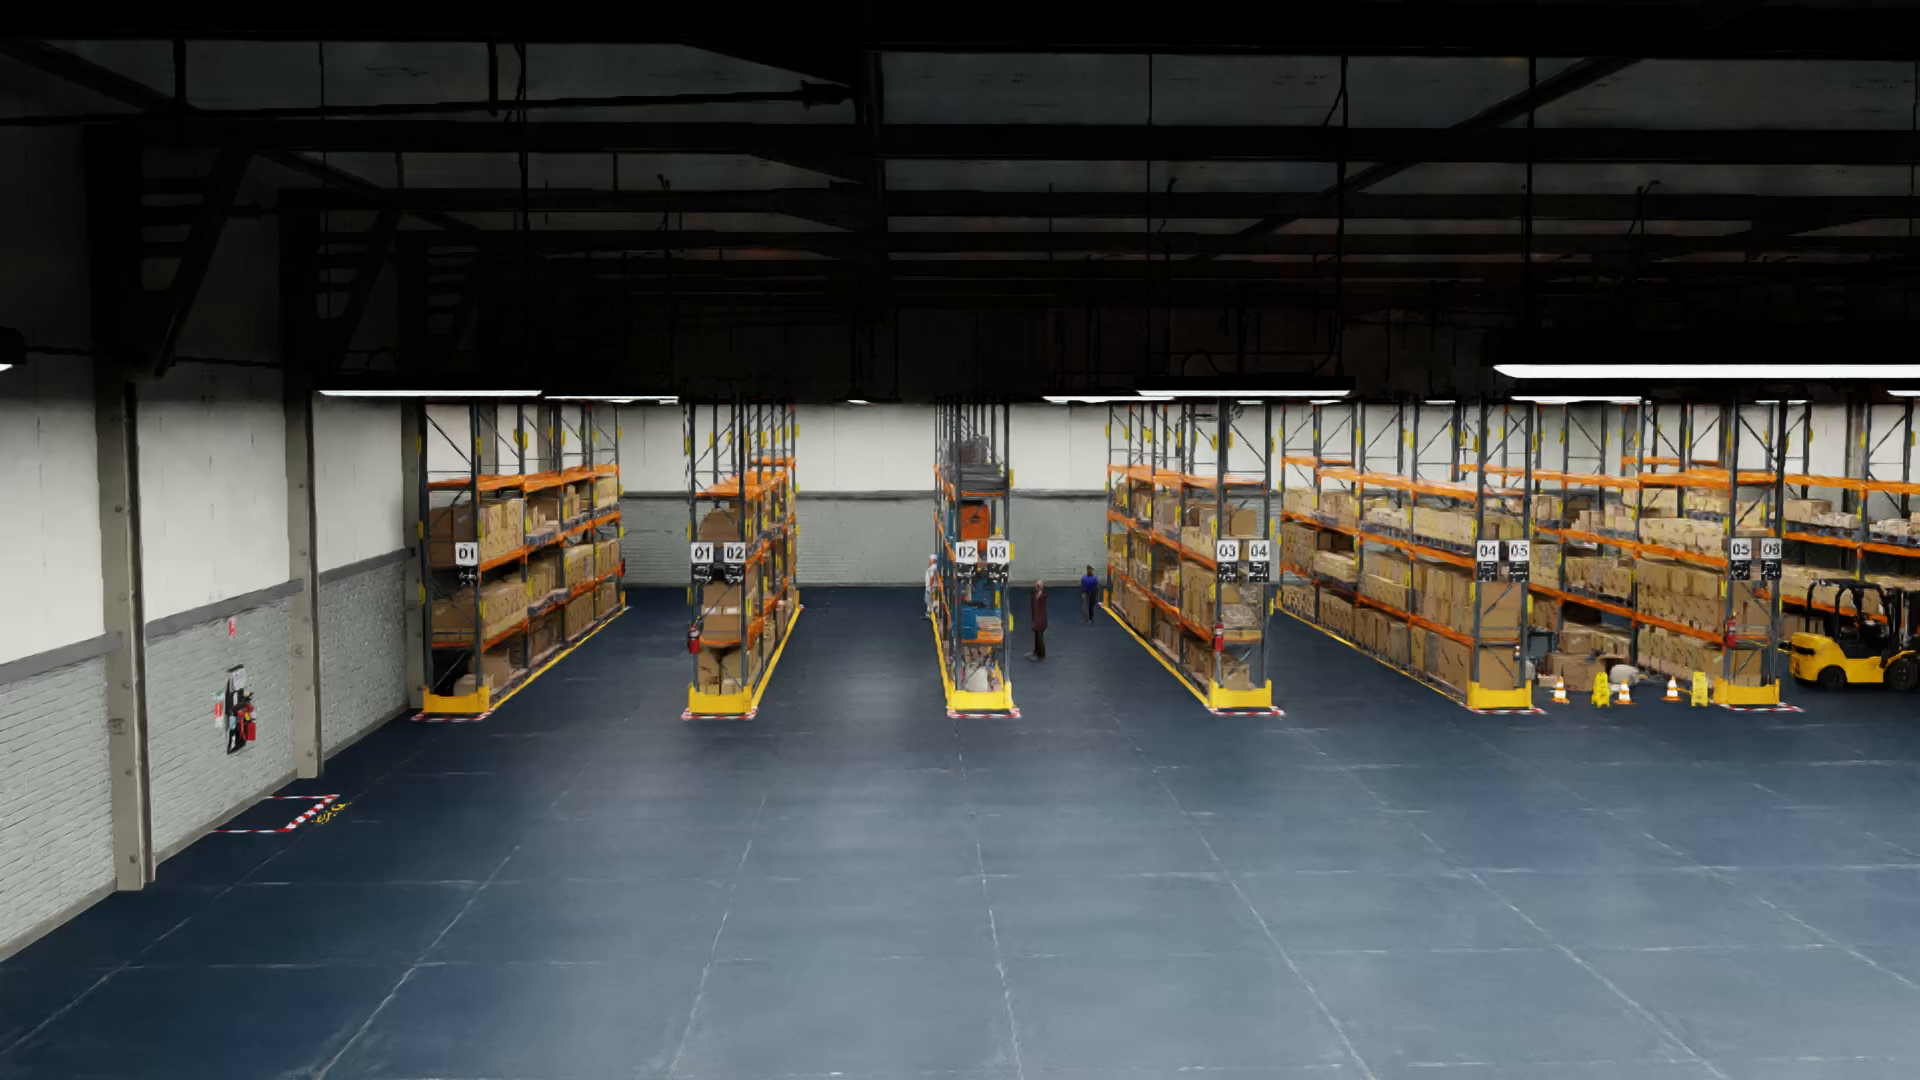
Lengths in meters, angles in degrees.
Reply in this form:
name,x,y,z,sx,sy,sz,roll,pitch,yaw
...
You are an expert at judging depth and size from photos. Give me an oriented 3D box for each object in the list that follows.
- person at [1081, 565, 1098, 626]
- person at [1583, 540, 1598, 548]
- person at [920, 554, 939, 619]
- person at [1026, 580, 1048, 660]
name,x,y,z,sx,sy,sz,roll,pitch,yaw
person,3.388,1.483,43.492,0.451,1.465,1.070,0,5,1
person,19.941,0.649,52.524,0.595,1.757,0.595,4,6,44
person,-0.797,1.256,44.667,0.586,1.786,0.739,0,5,0
person,1.745,1.802,37.683,0.551,1.782,0.636,2,5,28
